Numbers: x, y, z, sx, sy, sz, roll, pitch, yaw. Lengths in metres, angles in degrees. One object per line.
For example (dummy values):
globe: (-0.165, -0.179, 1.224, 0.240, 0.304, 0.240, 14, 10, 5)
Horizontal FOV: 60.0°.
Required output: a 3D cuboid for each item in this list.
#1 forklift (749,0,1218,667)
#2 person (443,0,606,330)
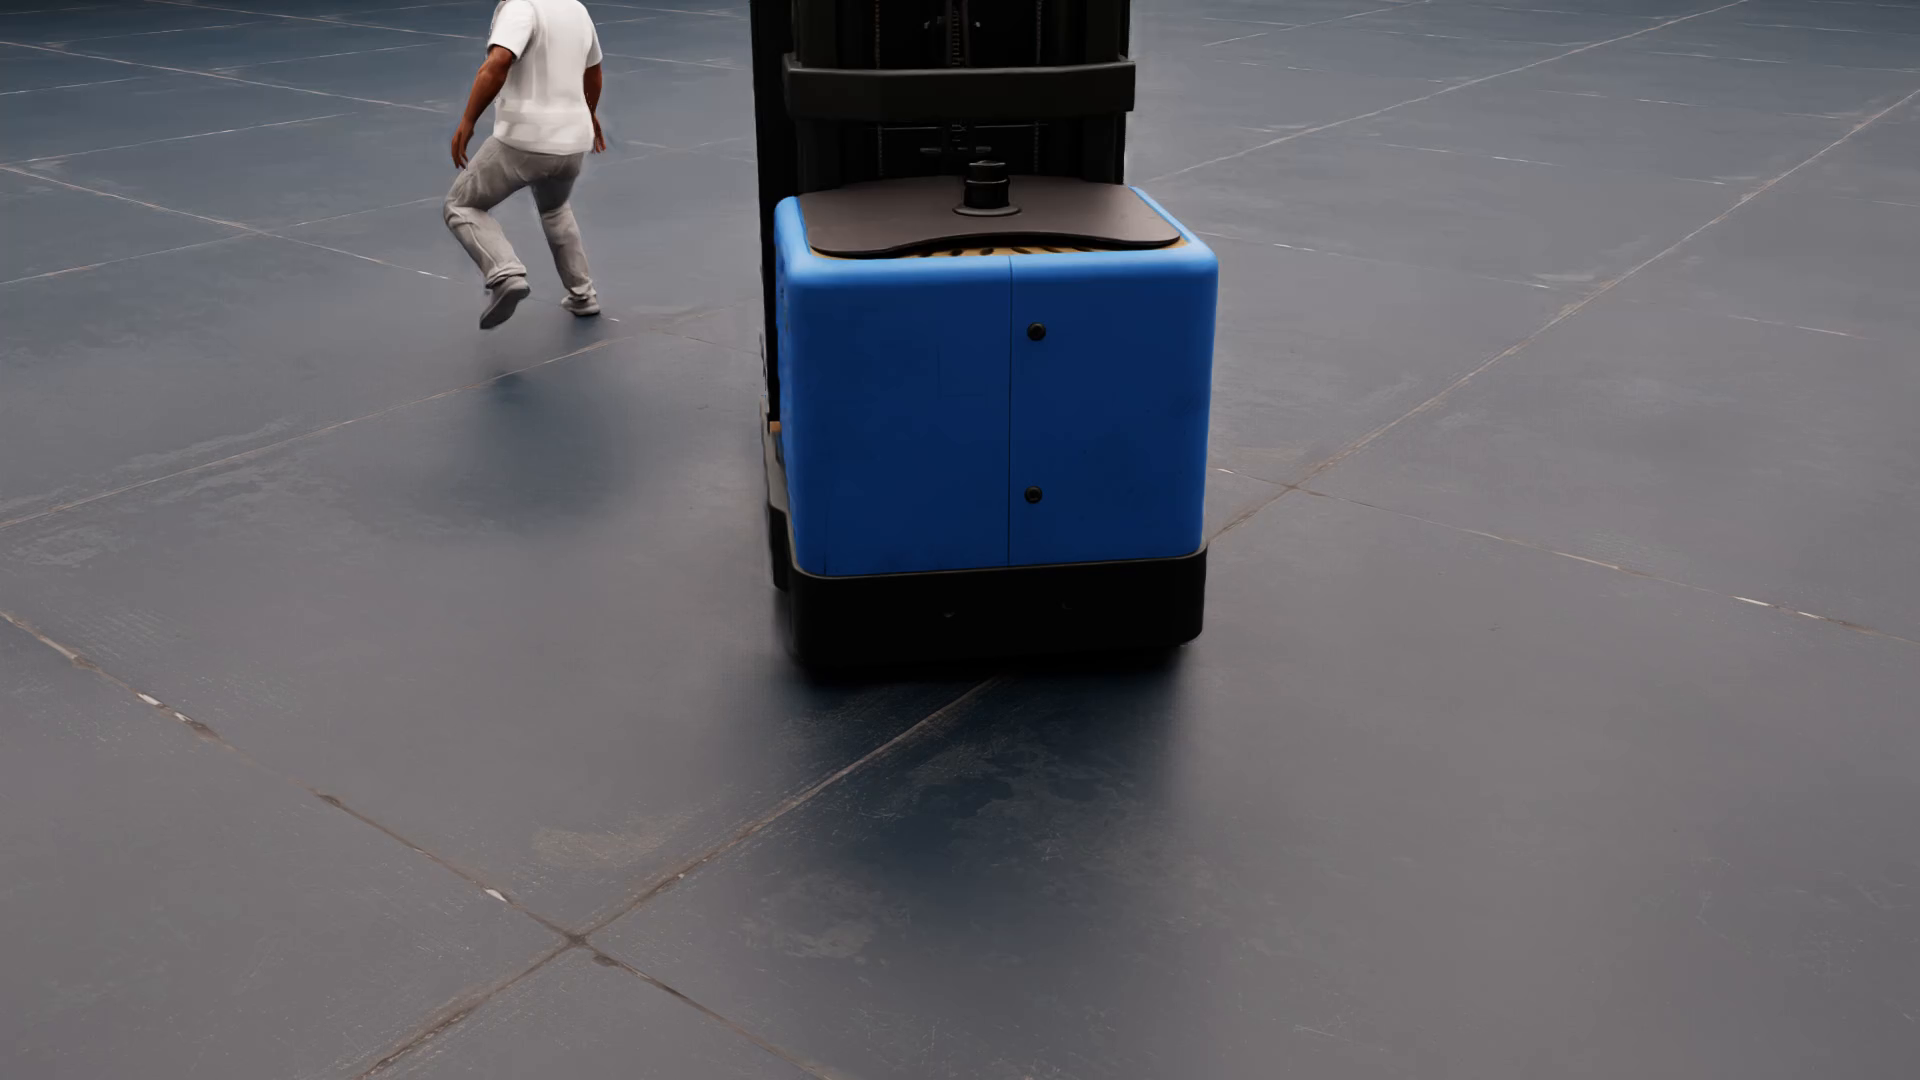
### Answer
forklift: (-0.091, -1.585, 4.985, 1.130, 2.935, 3.031, -3, 24, -7)
person: (-1.767, -1.685, 6.889, 0.524, 1.647, 1.039, 15, 28, 31)
